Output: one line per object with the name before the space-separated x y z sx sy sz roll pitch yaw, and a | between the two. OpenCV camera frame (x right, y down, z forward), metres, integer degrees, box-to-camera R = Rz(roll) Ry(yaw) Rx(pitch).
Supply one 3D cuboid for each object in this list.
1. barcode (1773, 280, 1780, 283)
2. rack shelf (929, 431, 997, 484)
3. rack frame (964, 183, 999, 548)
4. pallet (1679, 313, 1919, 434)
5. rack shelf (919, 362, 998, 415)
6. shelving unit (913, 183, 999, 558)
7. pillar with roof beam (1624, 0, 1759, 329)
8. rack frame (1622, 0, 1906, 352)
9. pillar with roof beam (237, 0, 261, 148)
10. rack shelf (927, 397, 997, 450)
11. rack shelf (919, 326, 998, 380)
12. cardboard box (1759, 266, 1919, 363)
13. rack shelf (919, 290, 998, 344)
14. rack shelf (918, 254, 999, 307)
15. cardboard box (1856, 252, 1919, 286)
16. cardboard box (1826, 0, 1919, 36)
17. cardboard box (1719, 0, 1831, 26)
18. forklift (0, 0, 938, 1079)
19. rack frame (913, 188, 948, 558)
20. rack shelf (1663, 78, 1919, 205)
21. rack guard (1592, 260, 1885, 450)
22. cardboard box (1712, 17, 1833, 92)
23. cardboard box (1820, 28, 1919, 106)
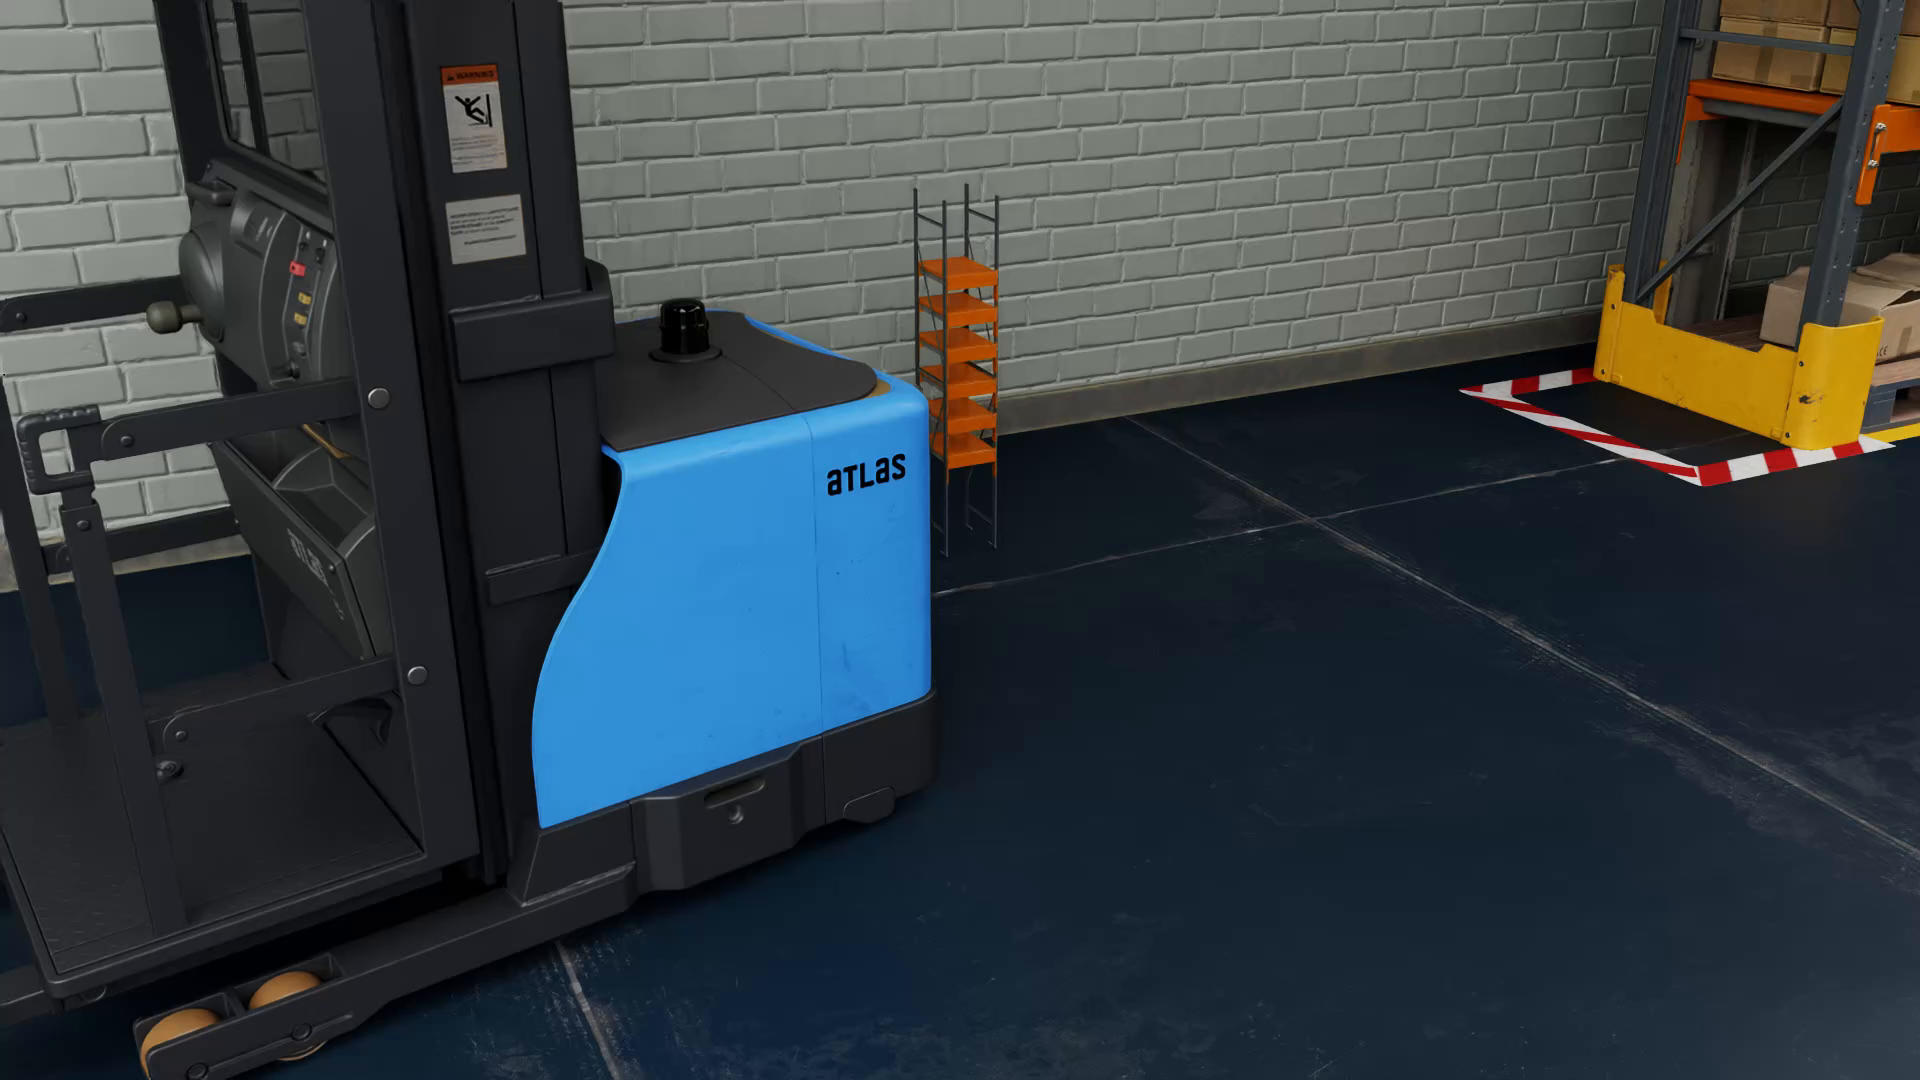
barcode | 3.693 -1.141 7.512 0.075 0.075 0.001 -10 25 -24
rack shelf | -0.013 -0.289 5.624 0.180 0.103 0.258 -10 25 -24
rack frame | 0.069 -0.567 5.551 0.006 1.200 0.240 -10 25 -24
pallet | 4.004 -0.798 7.401 1.213 0.211 1.003 -10 25 -24
rack shelf | -0.013 -0.511 5.532 0.180 0.103 0.258 -10 25 -24
shelving unit | -0.013 -0.552 5.515 0.189 1.200 0.258 -10 25 -24
pillar with roof beam | 5.311 -3.654 2.811 0.400 9.000 9.100 -10 25 -24
rack frame | 3.188 -1.951 6.541 0.127 3.000 1.000 -10 25 -24
pillar with roof beam | -0.096 -2.658 0.406 0.400 9.000 9.100 -10 25 -24
rack shelf | -0.013 -0.400 5.578 0.180 0.103 0.258 -10 25 -24
rack shelf | -0.013 -0.622 5.486 0.180 0.103 0.258 -10 25 -24
cardboard box | 3.851 -0.996 7.174 0.500 0.311 0.500 -14 26 -30
rack shelf | -0.013 -0.733 5.440 0.180 0.103 0.258 -10 25 -24
rack shelf | -0.013 -0.844 5.394 0.180 0.103 0.258 -10 25 -24
cardboard box | 4.364 -1.090 7.402 0.500 0.311 0.500 -8 24 -19
cardboard box | 3.749 -2.213 6.364 0.500 0.500 0.500 -10 25 -24
cardboard box | 3.521 -2.389 6.789 0.500 0.500 0.500 -11 25 -24
forklift | -1.542 -0.516 3.163 3.031 2.935 1.130 -16 27 -33
rack frame | -0.095 -0.537 5.478 0.006 1.200 0.240 -10 25 -24
rack shelf | 4.990 -1.950 7.481 4.000 0.370 1.077 -10 25 -24
rack guard | 3.257 -0.809 7.050 0.348 0.500 1.175 -10 25 -24
cardboard box | 3.525 -2.035 6.915 0.500 0.250 0.500 -10 25 -23
cardboard box | 3.765 -1.863 6.498 0.500 0.250 0.500 -11 25 -25
